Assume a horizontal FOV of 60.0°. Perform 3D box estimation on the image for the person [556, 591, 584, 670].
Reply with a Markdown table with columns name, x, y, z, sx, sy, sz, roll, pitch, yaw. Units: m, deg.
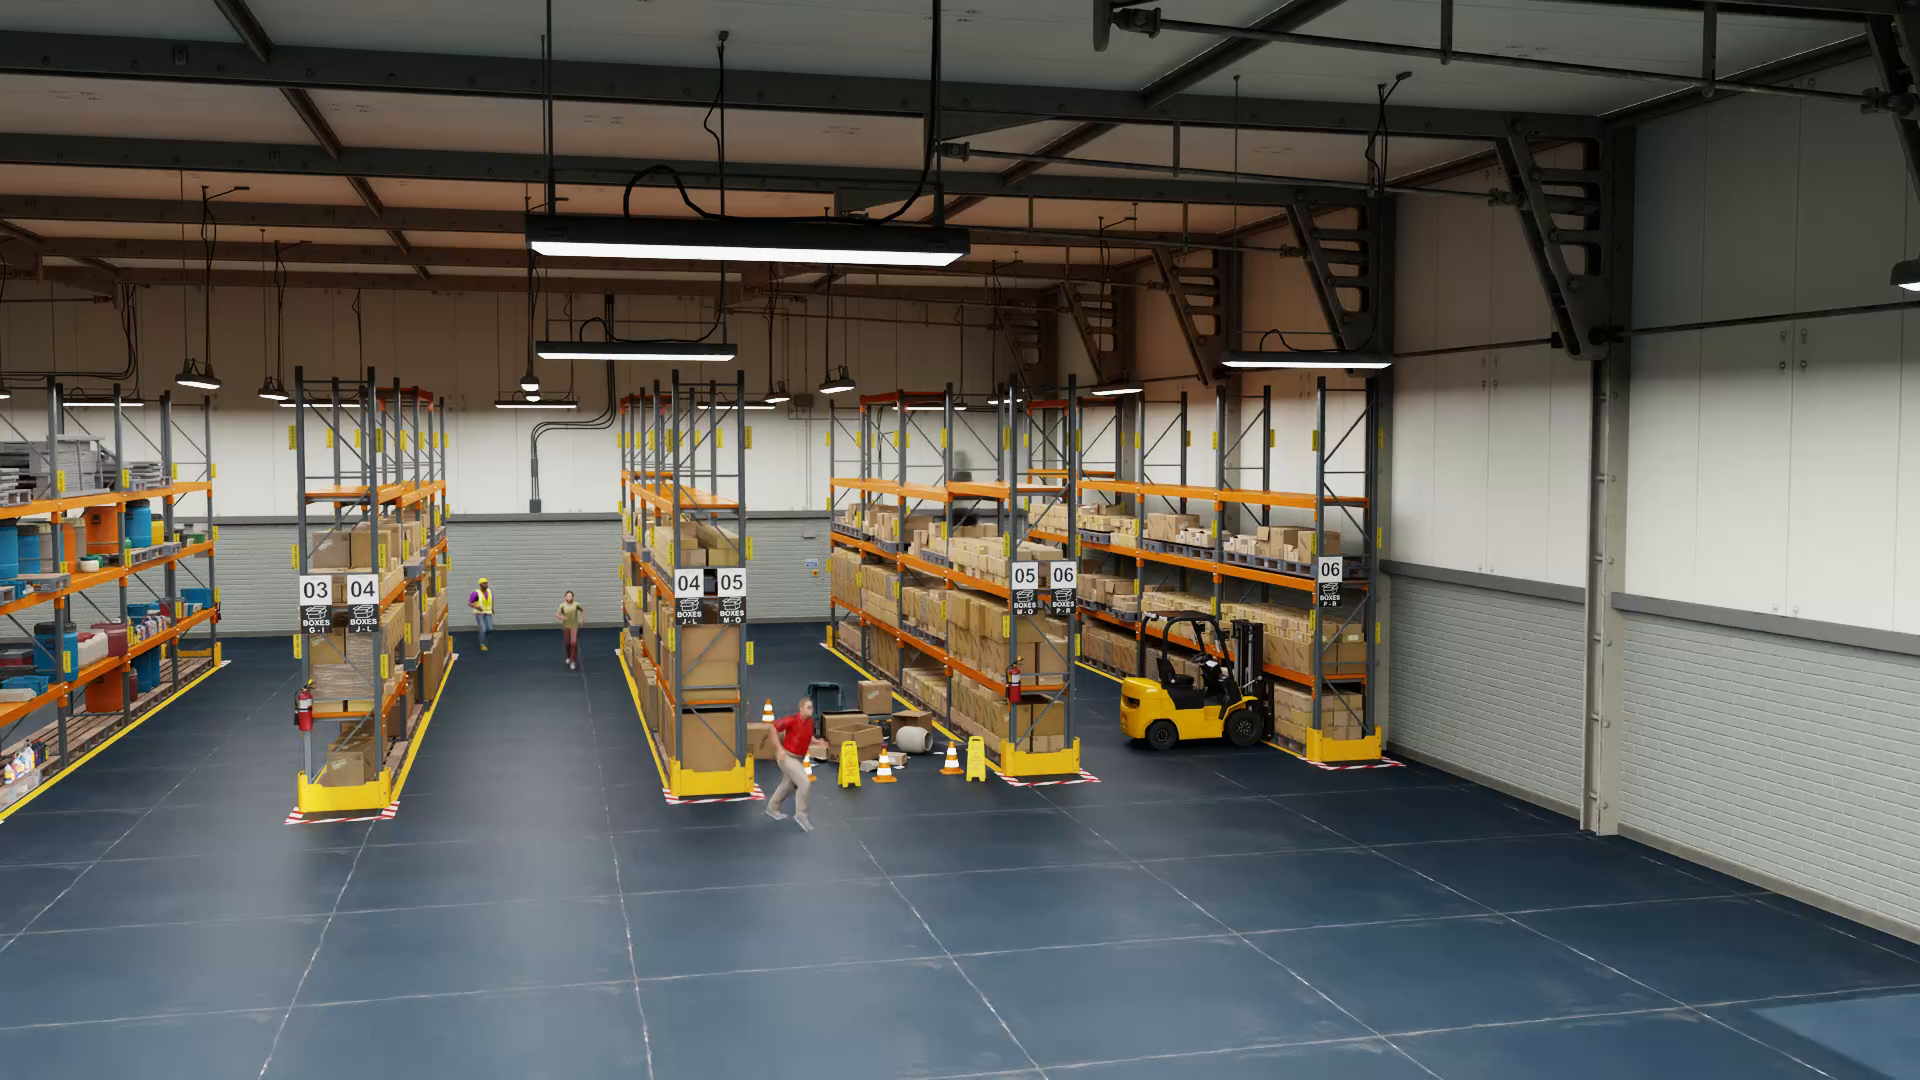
| name | x | y | z | sx | sy | sz | roll | pitch | yaw |
| --- | --- | --- | --- | --- | --- | --- | --- | --- | --- |
| person | -8.620 | 1.971 | 36.784 | 0.594 | 1.714 | 0.827 | -1 | 3 | -9 |

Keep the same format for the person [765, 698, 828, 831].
| name | x | y | z | sx | sy | sz | roll | pitch | yaw |
| --- | --- | --- | --- | --- | --- | --- | --- | --- | --- |
| person | -2.184 | 2.898 | 21.566 | 0.932 | 1.738 | 0.677 | 2 | 4 | 28 |

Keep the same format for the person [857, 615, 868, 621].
| name | x | y | z | sx | sy | sz | roll | pitch | yaw |
| --- | --- | --- | --- | --- | --- | --- | --- | --- | --- |
| person | -2.293 | 1.674 | 41.542 | 0.664 | 1.722 | 0.708 | 1 | 4 | 16 |

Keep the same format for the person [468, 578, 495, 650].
| name | x | y | z | sx | sy | sz | roll | pitch | yaw |
| --- | --- | --- | --- | --- | --- | --- | --- | --- | --- |
| person | -11.386 | 1.771 | 39.705 | 0.682 | 1.732 | 0.612 | -3 | 5 | -44 |
